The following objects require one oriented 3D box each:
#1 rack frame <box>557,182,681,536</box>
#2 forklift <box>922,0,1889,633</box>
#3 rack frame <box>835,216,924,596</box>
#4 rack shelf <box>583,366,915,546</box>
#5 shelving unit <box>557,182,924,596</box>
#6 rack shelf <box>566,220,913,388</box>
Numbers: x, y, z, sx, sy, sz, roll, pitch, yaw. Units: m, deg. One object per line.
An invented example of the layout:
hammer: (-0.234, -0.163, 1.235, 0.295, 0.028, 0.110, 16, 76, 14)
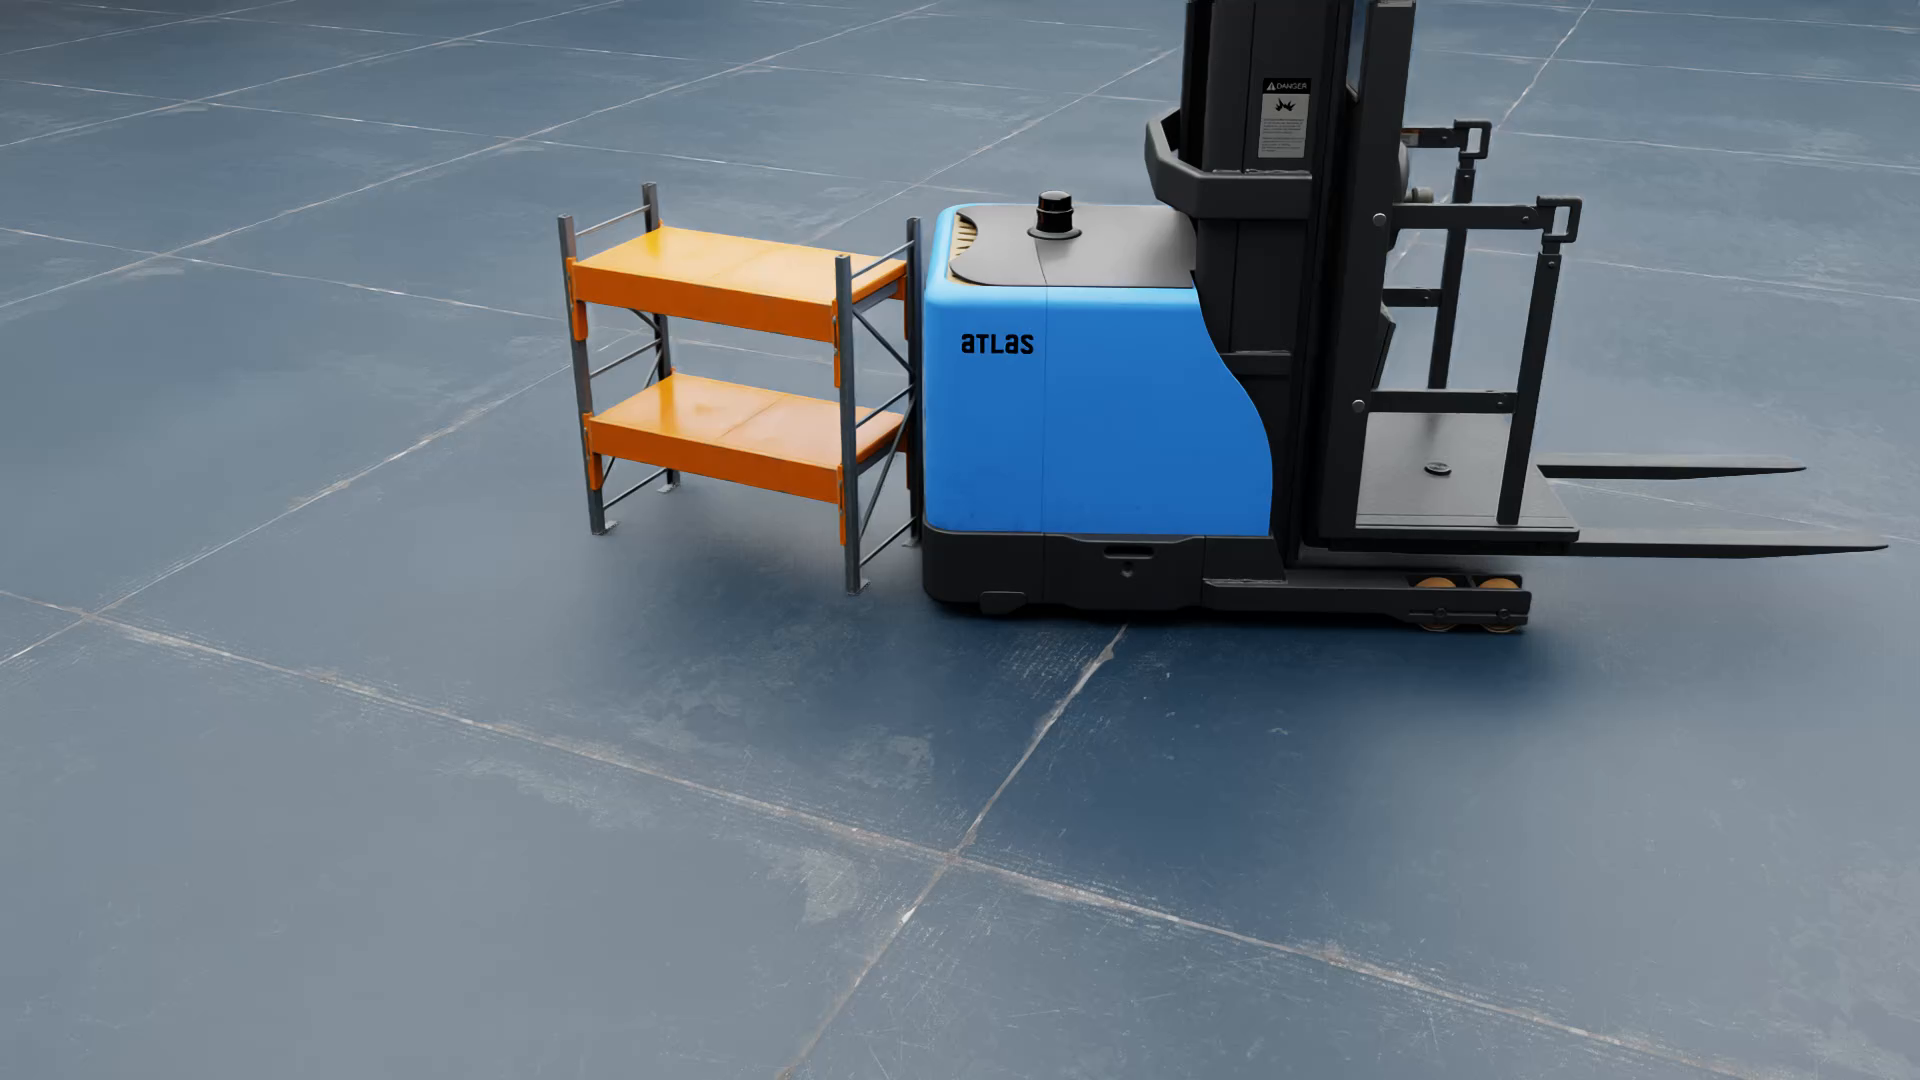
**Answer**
rack frame: (-1.161, -0.621, 5.738, 0.032, 1.125, 0.500, 12, 29, 23)
forklift: (1.410, -1.266, 5.004, 3.031, 2.935, 1.130, 1, 26, 2)
rack frame: (-0.247, -0.425, 5.340, 0.032, 1.125, 0.500, 12, 29, 23)
rack shelf: (-0.704, -0.304, 5.647, 1.000, 0.278, 0.538, 12, 29, 23)
shelving unit: (-0.704, -0.523, 5.539, 1.048, 1.125, 0.538, 12, 29, 23)
rack shelf: (-0.704, -0.786, 5.410, 1.000, 0.278, 0.538, 12, 29, 23)
